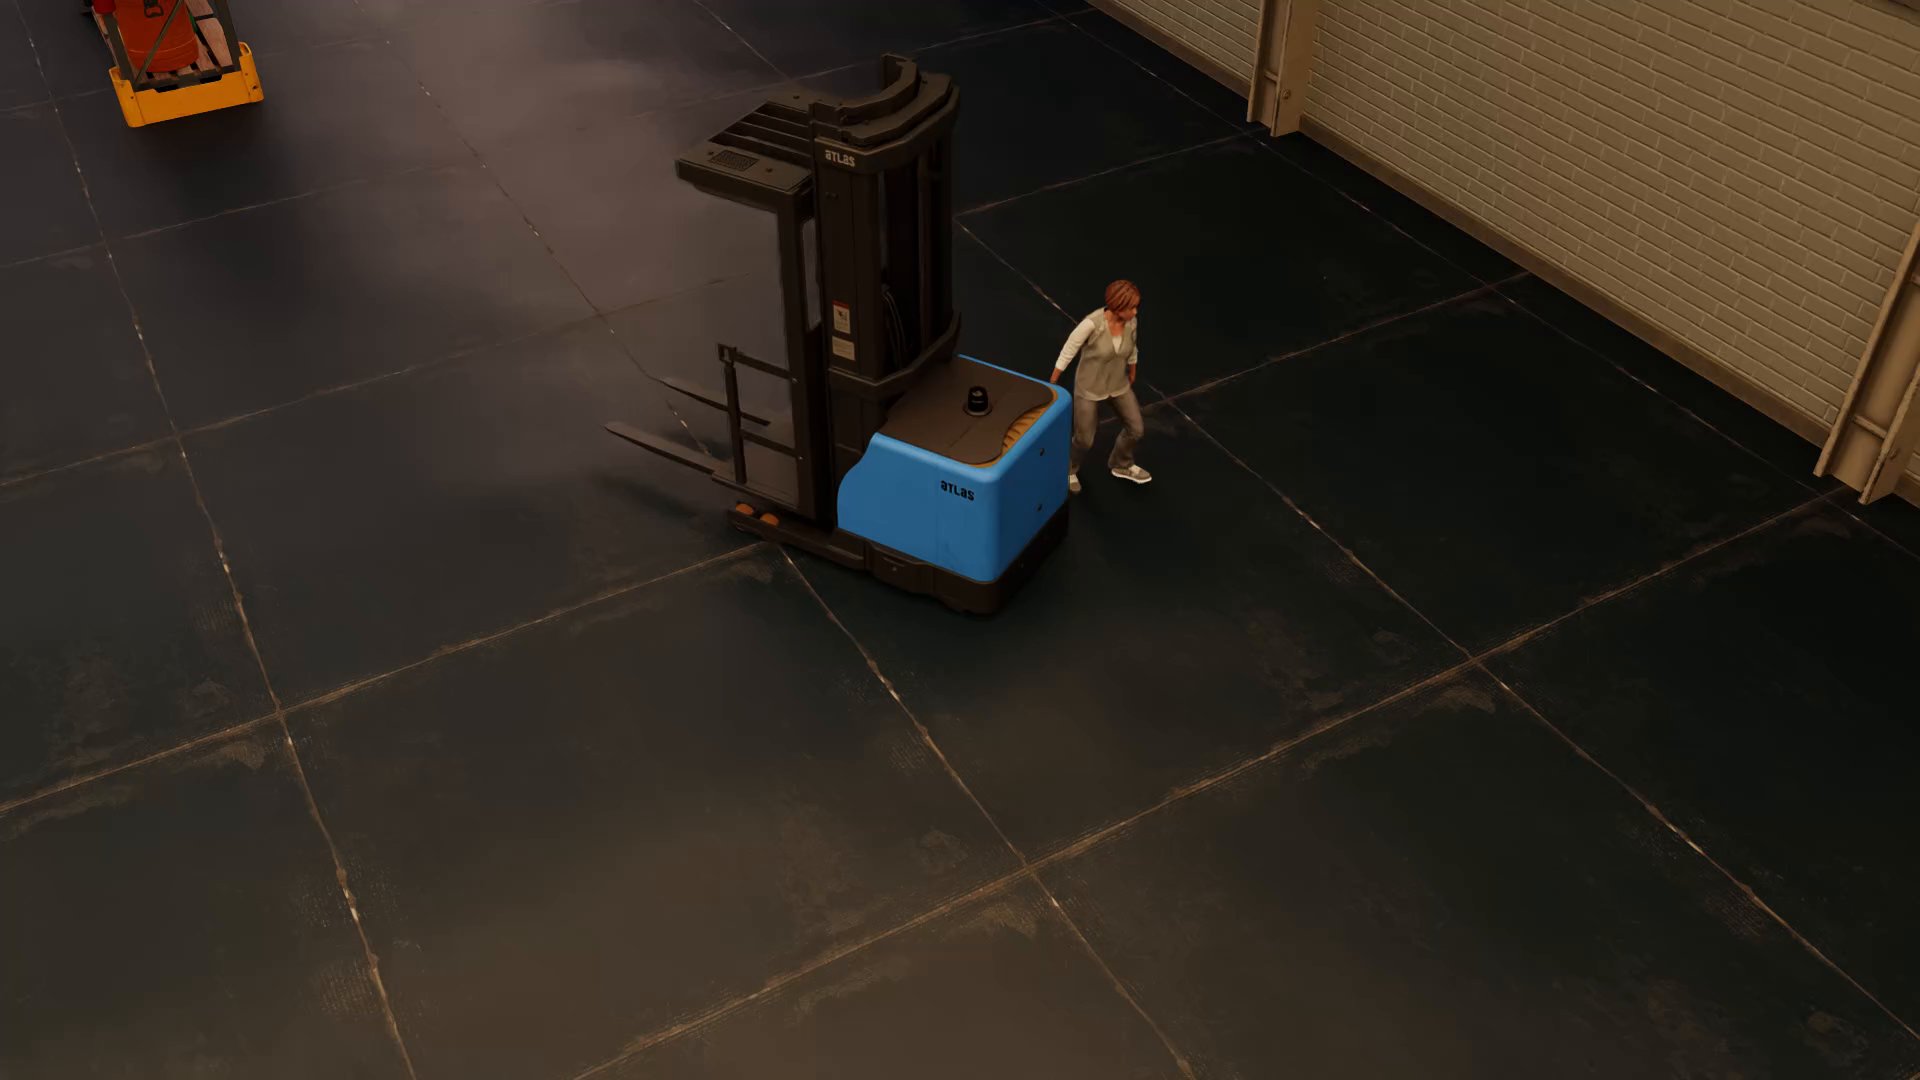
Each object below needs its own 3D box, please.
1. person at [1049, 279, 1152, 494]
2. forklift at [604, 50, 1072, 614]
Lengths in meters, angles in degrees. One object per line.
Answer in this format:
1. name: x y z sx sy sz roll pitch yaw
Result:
1. person: 0.867 -0.943 10.292 0.730 1.554 0.407 -14 42 -16
2. forklift: -0.859 -1.392 9.715 3.031 2.935 1.130 21 44 23
